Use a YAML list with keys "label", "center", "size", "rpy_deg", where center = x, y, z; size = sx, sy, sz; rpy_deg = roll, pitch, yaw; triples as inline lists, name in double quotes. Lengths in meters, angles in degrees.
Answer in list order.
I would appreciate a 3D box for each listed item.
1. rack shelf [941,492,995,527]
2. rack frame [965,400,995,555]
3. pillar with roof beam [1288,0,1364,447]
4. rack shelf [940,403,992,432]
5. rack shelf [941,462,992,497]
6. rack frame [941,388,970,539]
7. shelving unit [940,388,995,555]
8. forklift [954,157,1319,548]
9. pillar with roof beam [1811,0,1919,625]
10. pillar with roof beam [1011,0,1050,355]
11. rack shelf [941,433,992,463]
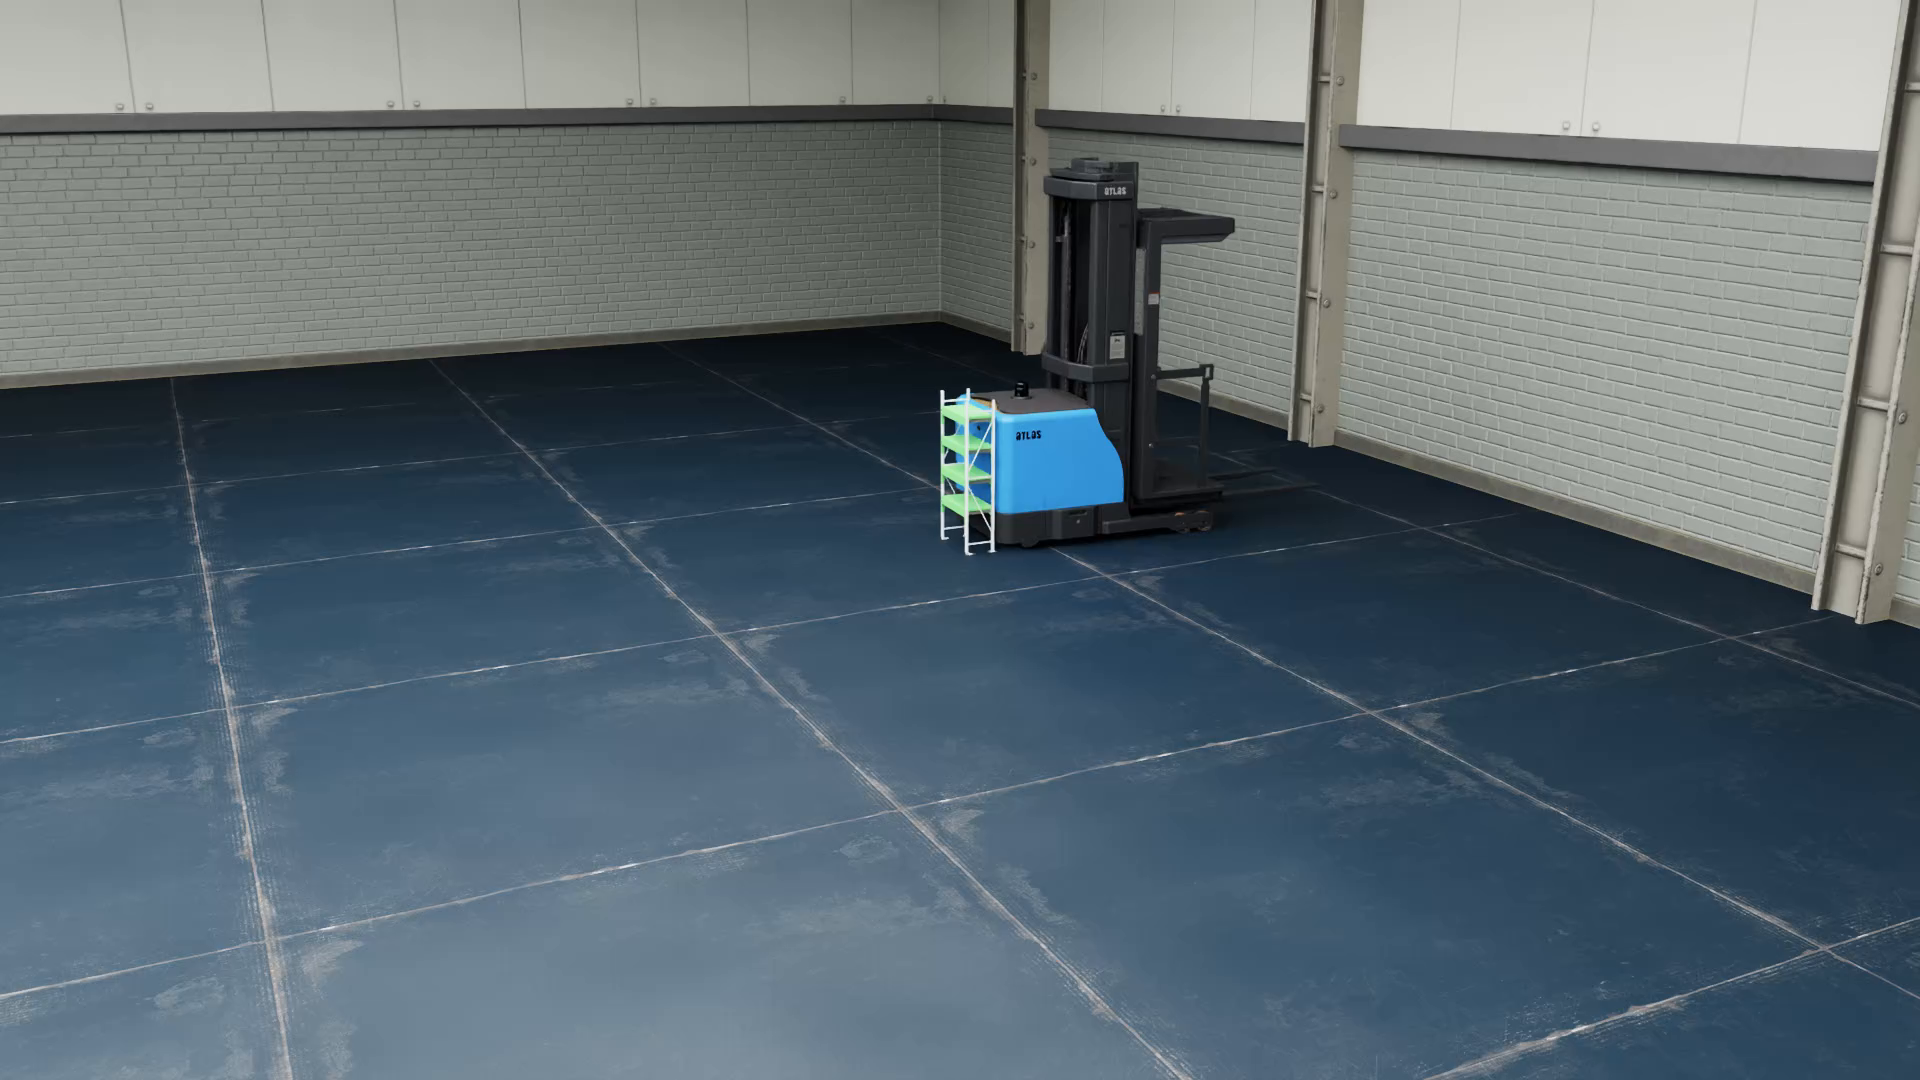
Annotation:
- label: "rack shelf"
  center: [0.058, -0.243, 13.025]
  size: [0.258, 0.148, 0.480]
  rpy_deg: [-7, 17, -22]
- label: "rack frame"
  center: [0.153, -0.473, 12.725]
  size: [0.240, 1.200, 0.015]
  rpy_deg: [-7, 17, -22]
- label: "pillar with roof beam"
  center: [-0.344, -4.788, 13.620]
  size: [9.100, 9.000, 0.400]
  rpy_deg: [-8, 18, -25]
- label: "rack shelf"
  center: [0.059, -0.936, 12.826]
  size: [0.258, 0.148, 0.480]
  rpy_deg: [-7, 17, -22]
- label: "rack shelf"
  center: [0.058, -0.474, 12.958]
  size: [0.258, 0.148, 0.480]
  rpy_deg: [-7, 17, -22]
- label: "rack frame"
  center: [-0.037, -0.598, 13.157]
  size: [0.240, 1.200, 0.015]
  rpy_deg: [-7, 17, -22]
- label: "shelving unit"
  center: [0.058, -0.535, 12.941]
  size: [0.258, 1.200, 0.503]
  rpy_deg: [-7, 17, -22]
- label: "forklift"
  center: [1.520, -1.590, 13.478]
  size: [3.031, 2.935, 1.130]
  rpy_deg: [-6, 17, -21]
- label: "pillar with roof beam"
  center: [2.285, -3.300, 8.436]
  size: [9.100, 9.000, 0.400]
  rpy_deg: [-8, 18, -25]
- label: "pillar with roof beam"
  center: [-2.972, -6.275, 18.804]
  size: [9.100, 9.000, 0.400]
  rpy_deg: [-8, 18, -25]
- label: "rack shelf"
  center: [0.058, -0.705, 12.892]
  size: [0.258, 0.148, 0.480]
  rpy_deg: [-7, 17, -22]
